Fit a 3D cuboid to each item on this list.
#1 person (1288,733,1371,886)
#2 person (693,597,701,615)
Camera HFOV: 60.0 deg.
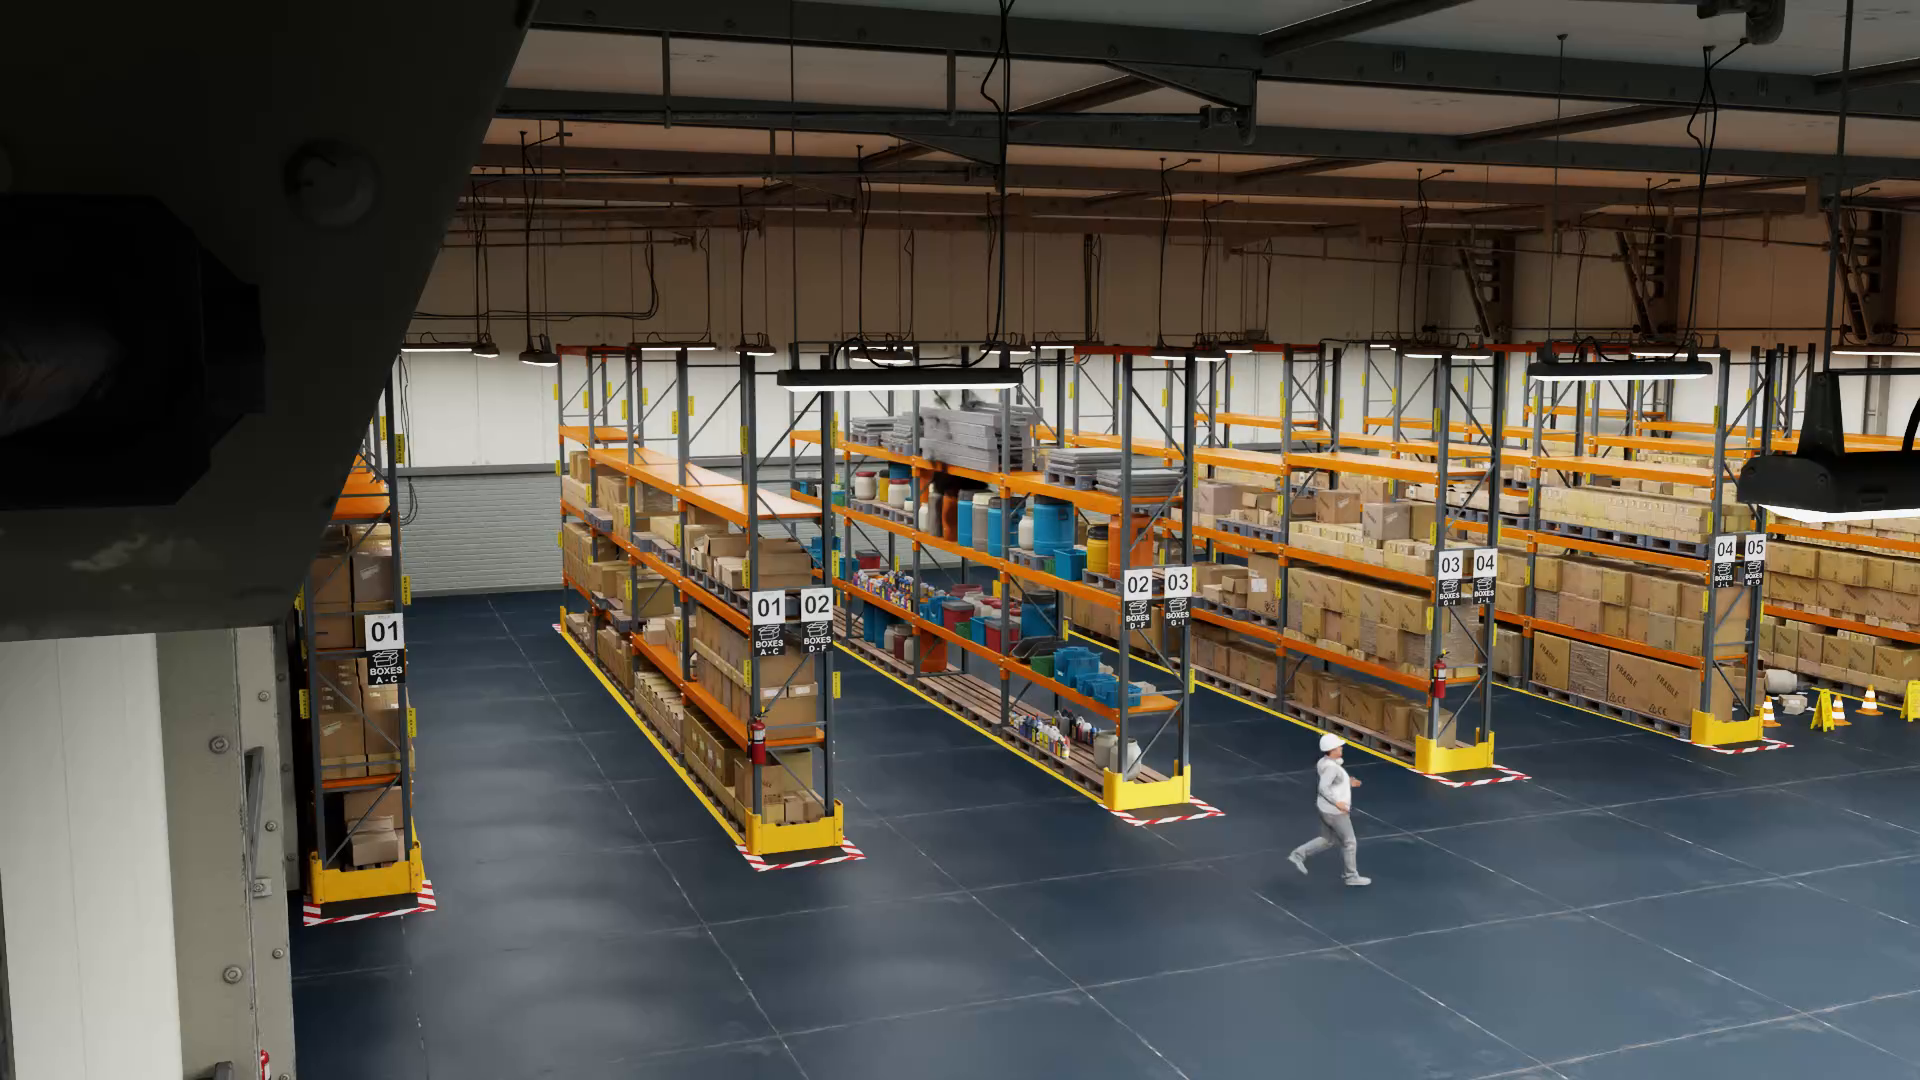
[{"bbox_3d":[4.225,3.059,18.895,0.930,1.750,0.666,0,7,-1],"label":"person"},{"bbox_3d":[-5.302,1.163,34.033,0.694,1.745,0.814,-5,9,-33],"label":"person"}]
